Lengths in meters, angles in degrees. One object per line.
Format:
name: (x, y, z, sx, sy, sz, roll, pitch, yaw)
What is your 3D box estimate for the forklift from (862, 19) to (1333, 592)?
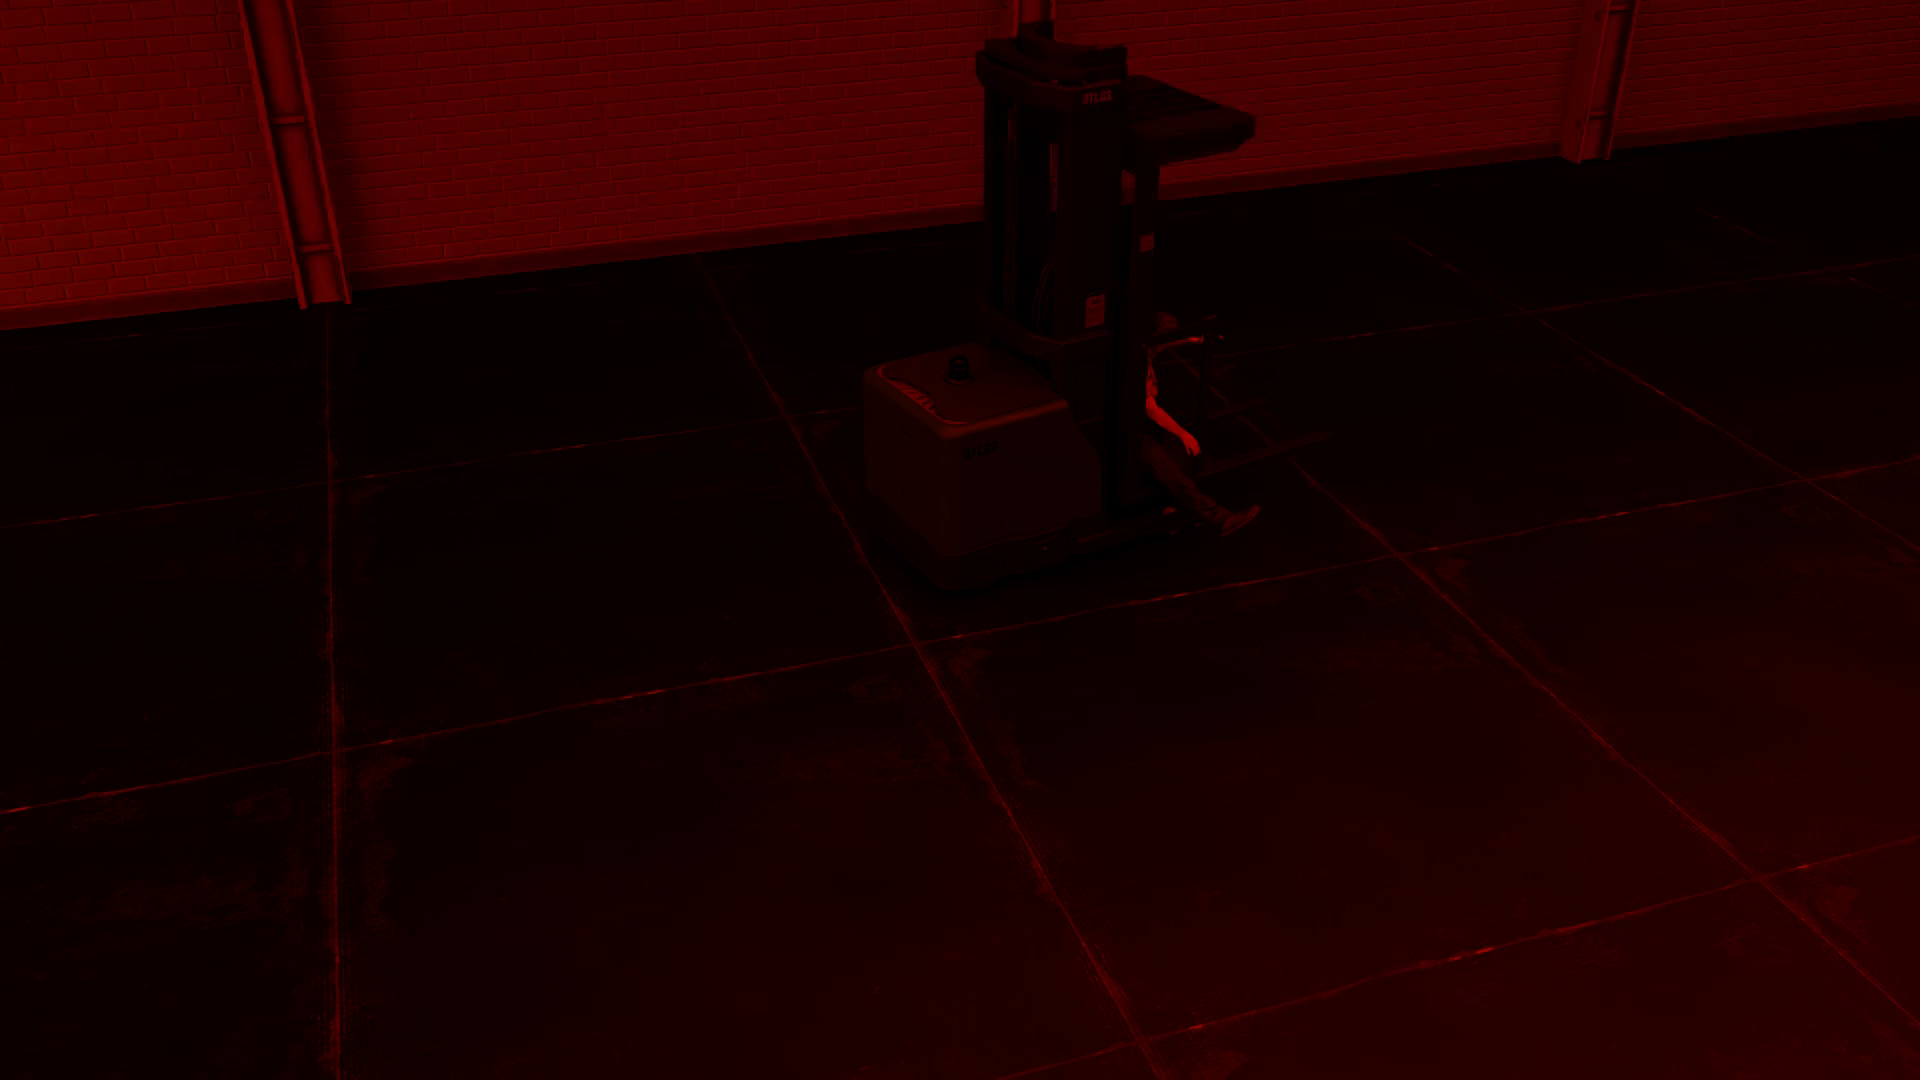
forklift: (0.949, -1.512, 9.714, 3.031, 2.935, 1.130, -17, 34, -27)

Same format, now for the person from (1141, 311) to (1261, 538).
person: (1.249, -0.773, 9.918, 1.127, 1.211, 1.010, 4, 30, 6)
